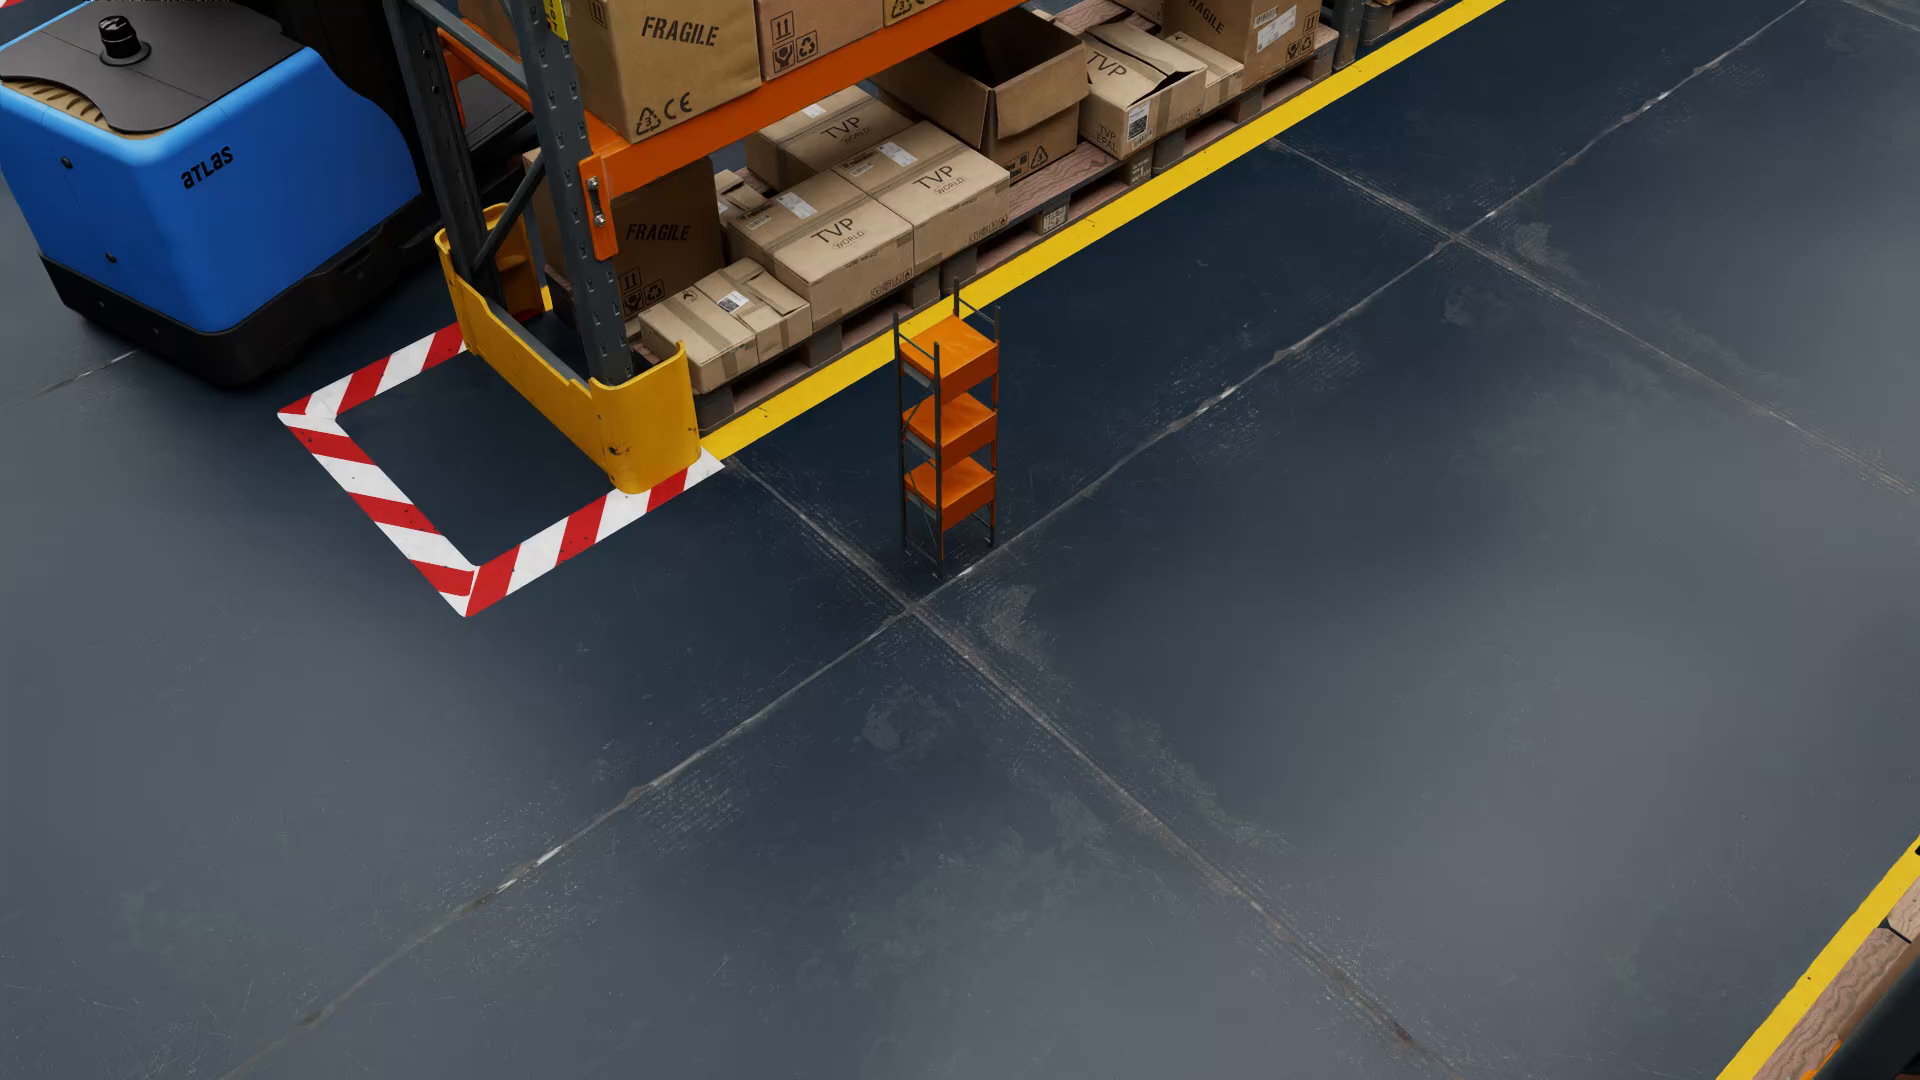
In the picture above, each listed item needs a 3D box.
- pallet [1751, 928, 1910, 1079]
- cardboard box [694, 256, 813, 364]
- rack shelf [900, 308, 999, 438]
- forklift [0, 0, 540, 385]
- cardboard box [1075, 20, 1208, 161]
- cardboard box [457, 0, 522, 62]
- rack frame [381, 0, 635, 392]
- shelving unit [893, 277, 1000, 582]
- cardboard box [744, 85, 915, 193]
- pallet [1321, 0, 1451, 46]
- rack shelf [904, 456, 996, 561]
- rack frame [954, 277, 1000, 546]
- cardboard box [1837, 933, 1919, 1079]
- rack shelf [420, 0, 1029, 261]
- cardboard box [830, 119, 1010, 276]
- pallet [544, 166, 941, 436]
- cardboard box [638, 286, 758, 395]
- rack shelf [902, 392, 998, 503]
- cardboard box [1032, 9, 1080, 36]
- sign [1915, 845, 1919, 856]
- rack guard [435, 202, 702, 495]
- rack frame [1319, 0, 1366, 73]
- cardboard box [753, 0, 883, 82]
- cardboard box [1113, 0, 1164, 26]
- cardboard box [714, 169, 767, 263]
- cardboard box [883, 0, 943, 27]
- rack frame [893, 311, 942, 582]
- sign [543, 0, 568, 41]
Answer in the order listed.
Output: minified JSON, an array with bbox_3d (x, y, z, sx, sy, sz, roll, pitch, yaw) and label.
[{"bbox_3d":[2.386,1.676,4.060,1.213,0.211,1.003,-34,56,-27],"label":"pallet"},{"bbox_3d":[-0.762,-0.856,6.127,0.250,0.166,0.380,-34,56,-27],"label":"cardboard box"},{"bbox_3d":[-0.040,-0.515,5.139,0.240,0.259,0.215,-34,56,-27],"label":"rack shelf"},{"bbox_3d":[-2.335,-2.644,6.195,1.130,2.935,3.031,24,52,21],"label":"forklift"},{"bbox_3d":[0.686,-1.932,7.022,0.500,0.311,0.500,-34,56,-27],"label":"cardboard box"},{"bbox_3d":[-1.340,-1.927,5.419,0.500,0.500,0.500,-32,55,-26],"label":"cardboard box"},{"bbox_3d":[-1.488,-1.524,5.115,0.127,3.000,1.000,-34,56,-27],"label":"rack frame"},{"bbox_3d":[-0.040,-0.330,5.340,0.252,1.050,0.215,-34,56,-27],"label":"shelving unit"},{"bbox_3d":[-0.528,-1.597,6.754,0.500,0.250,0.500,-34,56,-27],"label":"cardboard box"},{"bbox_3d":[2.048,-2.979,8.355,1.213,0.211,1.003,-34,56,-27],"label":"pallet"},{"bbox_3d":[-0.040,-0.134,5.552,0.240,0.259,0.215,-34,56,-27],"label":"rack shelf"},{"bbox_3d":[0.051,-0.390,5.395,0.008,1.050,0.200,-34,56,-27],"label":"rack frame"},{"bbox_3d":[2.218,0.809,2.759,0.700,0.700,0.980,-31,55,-26],"label":"cardboard box"},{"bbox_3d":[-0.008,-2.269,6.292,4.000,0.370,1.077,-34,56,-27],"label":"rack shelf"},{"bbox_3d":[-0.155,-1.350,6.526,0.500,0.250,0.500,-34,56,-27],"label":"cardboard box"},{"bbox_3d":[-0.843,-1.010,6.539,1.213,0.211,1.003,-34,56,-27],"label":"pallet"},{"bbox_3d":[-0.947,-0.726,6.020,0.250,0.149,0.380,-34,56,-27],"label":"cardboard box"},{"bbox_3d":[-0.040,-0.322,5.348,0.240,0.259,0.215,-34,56,-27],"label":"rack shelf"},{"bbox_3d":[0.382,-2.167,7.337,0.250,0.166,0.380,-34,56,-27],"label":"cardboard box"},{"bbox_3d":[1.492,0.393,2.397,0.005,0.325,0.100,-34,56,-27],"label":"sign"},{"bbox_3d":[-1.432,-0.714,6.068,0.348,0.500,1.175,-34,56,-27],"label":"rack guard"},{"bbox_3d":[1.471,-3.501,6.940,0.127,3.000,1.000,-34,56,-27],"label":"rack frame"},{"bbox_3d":[-0.604,-1.892,5.386,0.500,0.500,0.500,-34,56,-27],"label":"cardboard box"},{"bbox_3d":[1.015,-2.649,7.683,0.500,0.311,0.500,-34,56,-27],"label":"cardboard box"},{"bbox_3d":[-0.891,-1.266,6.506,0.250,0.166,0.380,-34,56,-27],"label":"cardboard box"},{"bbox_3d":[-0.231,-2.138,5.614,0.500,0.500,0.500,-34,56,-27],"label":"cardboard box"},{"bbox_3d":[-0.130,-0.269,5.284,0.008,1.050,0.200,-34,56,-27],"label":"rack frame"},{"bbox_3d":[-1.123,-1.522,4.525,0.005,0.325,0.100,-34,56,-27],"label":"sign"}]
